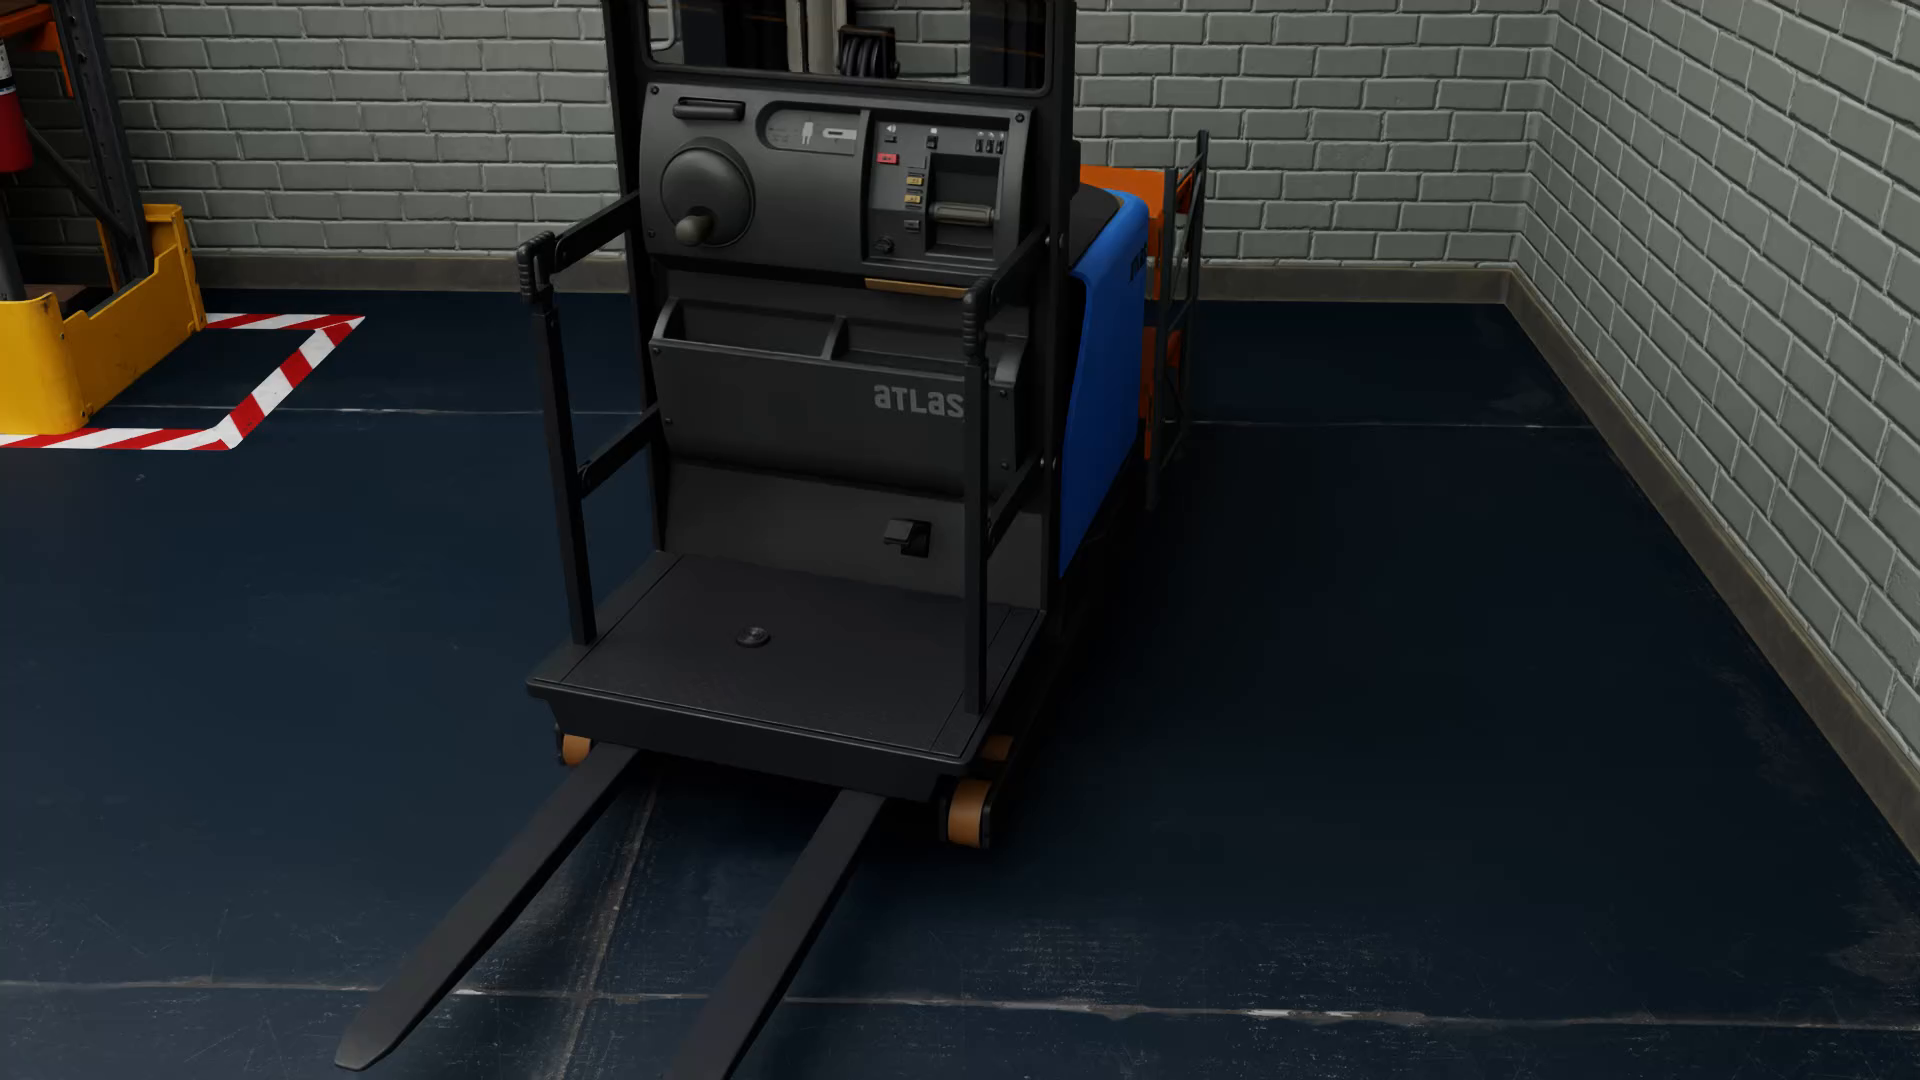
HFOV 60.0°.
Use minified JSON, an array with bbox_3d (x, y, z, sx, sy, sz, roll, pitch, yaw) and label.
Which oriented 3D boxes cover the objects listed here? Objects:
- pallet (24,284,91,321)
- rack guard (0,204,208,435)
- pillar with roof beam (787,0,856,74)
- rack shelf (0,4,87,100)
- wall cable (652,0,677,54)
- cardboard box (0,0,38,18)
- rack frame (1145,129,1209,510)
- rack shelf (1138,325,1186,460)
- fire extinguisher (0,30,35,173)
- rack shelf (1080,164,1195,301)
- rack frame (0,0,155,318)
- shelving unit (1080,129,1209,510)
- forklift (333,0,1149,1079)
[{"bbox_3d":[-4.158,-0.721,6.385,1.213,0.211,1.003,1,28,2],"label":"pallet"},{"bbox_3d":[-3.332,-0.872,6.360,0.348,0.500,1.175,1,28,2],"label":"rack guard"},{"bbox_3d":[-0.779,-2.972,1.249,0.400,9.000,9.100,1,28,2],"label":"pillar with roof beam"},{"bbox_3d":[-5.355,-1.692,6.007,4.000,0.370,1.077,1,28,2],"label":"rack shelf"},{"bbox_3d":[-2.043,-2.847,6.333,1.851,1.984,0.084,1,28,2],"label":"wall cable"},{"bbox_3d":[-3.866,-2.113,5.713,0.700,0.700,0.980,2,28,4],"label":"cardboard box"},{"bbox_3d":[0.703,-0.709,5.386,0.032,1.125,0.500,9,29,17],"label":"rack frame"},{"bbox_3d":[0.223,-0.571,5.648,1.000,0.278,0.538,9,29,17],"label":"rack shelf"},{"bbox_3d":[-3.222,-1.559,5.469,0.183,0.674,0.296,1,28,2],"label":"fire extinguisher"},{"bbox_3d":[0.223,-1.046,5.397,1.000,0.278,0.538,9,29,17],"label":"rack shelf"},{"bbox_3d":[-3.356,-1.976,5.776,0.127,3.000,1.000,1,28,2],"label":"rack frame"},{"bbox_3d":[0.223,-0.787,5.534,1.048,1.125,0.538,9,29,17],"label":"shelving unit"},{"bbox_3d":[-0.358,-0.785,3.601,1.130,2.935,3.031,8,29,15],"label":"forklift"}]
